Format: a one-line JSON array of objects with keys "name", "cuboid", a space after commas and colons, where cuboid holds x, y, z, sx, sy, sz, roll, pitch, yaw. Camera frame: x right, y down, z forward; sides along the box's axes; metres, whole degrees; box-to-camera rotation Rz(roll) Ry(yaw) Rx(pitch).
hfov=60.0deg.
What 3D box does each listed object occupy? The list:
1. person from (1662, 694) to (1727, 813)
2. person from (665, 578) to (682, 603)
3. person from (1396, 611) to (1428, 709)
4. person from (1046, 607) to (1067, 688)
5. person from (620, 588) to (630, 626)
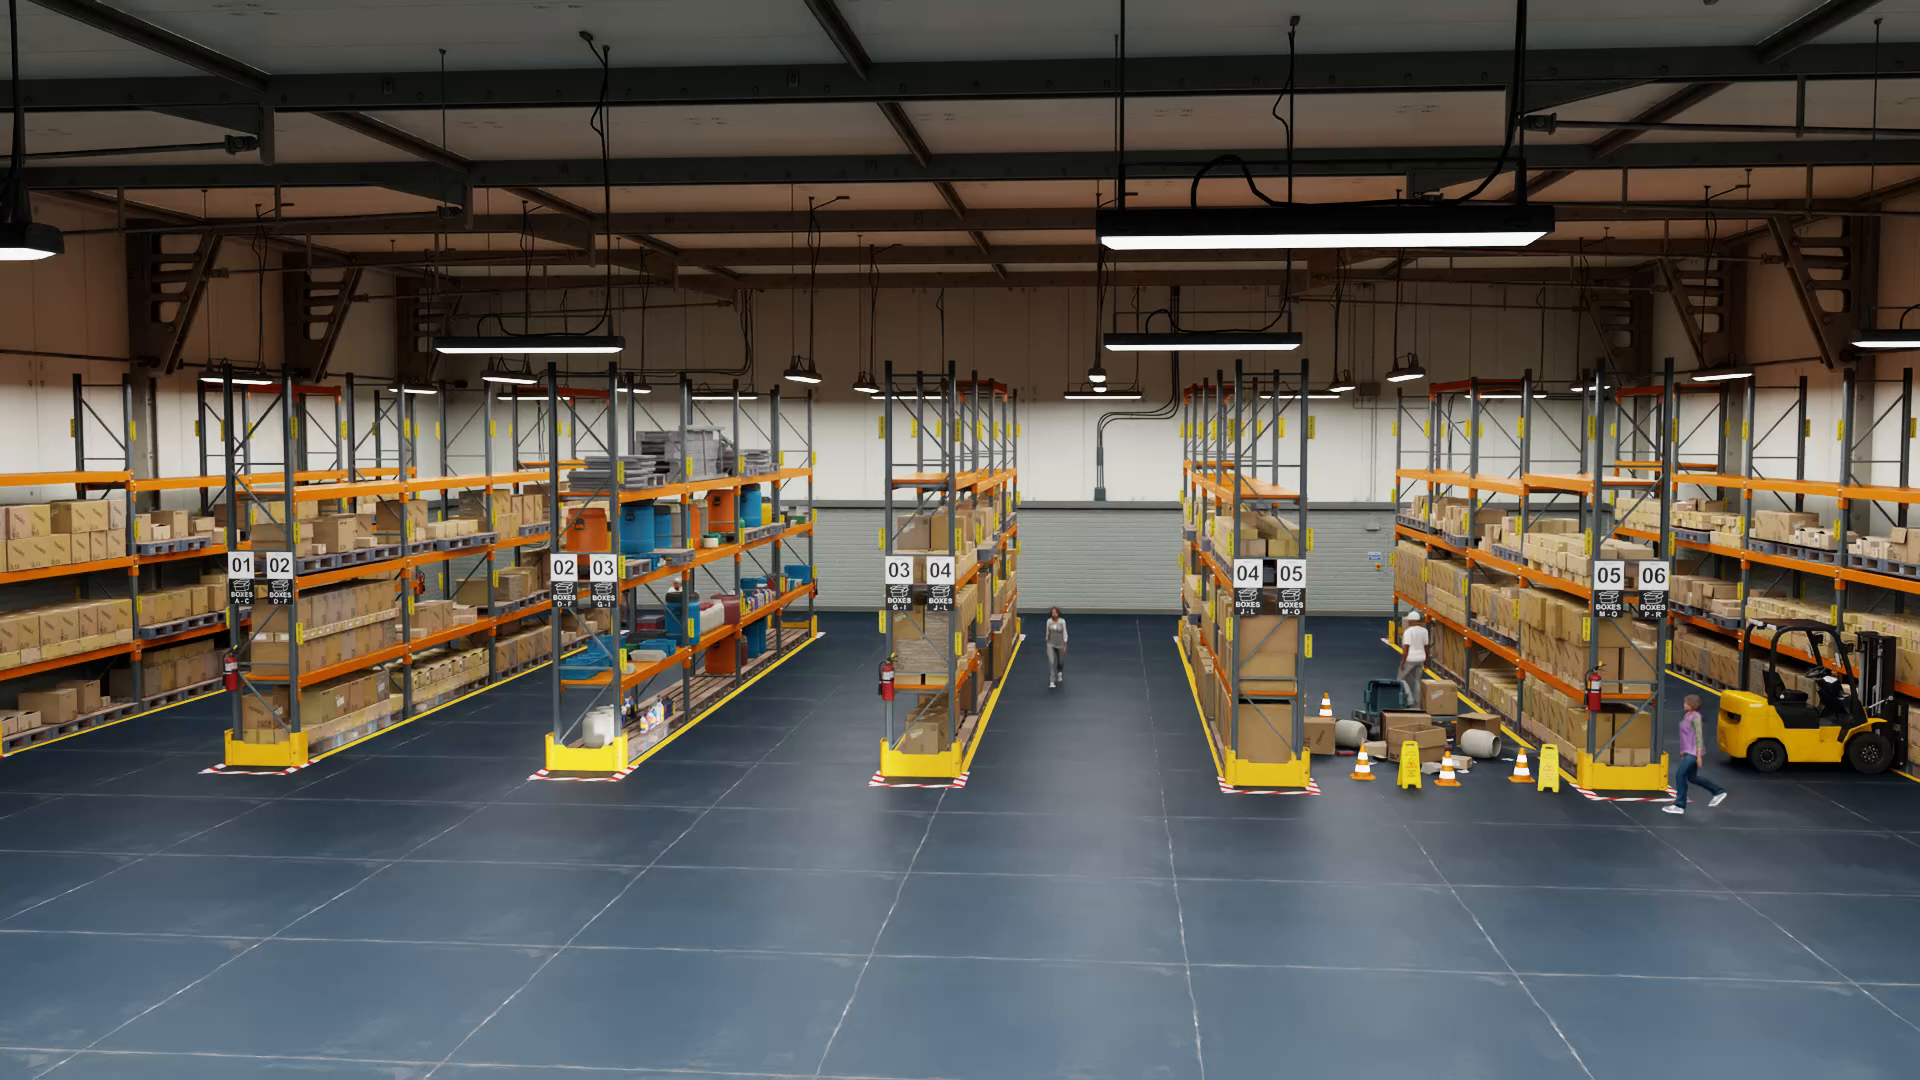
[{"name": "person", "cuboid": [9.599, 2.781, 21.666, 0.847, 1.559, 0.415, 0, 4, 6]}, {"name": "person", "cuboid": [-6.568, 1.656, 38.921, 0.588, 1.578, 0.741, 1, 4, 14]}, {"name": "person", "cuboid": [8.111, 2.161, 29.776, 0.612, 1.763, 0.389, -2, 4, -26]}, {"name": "person", "cuboid": [1.889, 2.070, 32.492, 0.421, 1.563, 0.768, 0, 4, 4]}, {"name": "person", "cuboid": [-8.600, 1.333, 42.553, 0.548, 1.709, 0.604, -3, 5, -42]}]
